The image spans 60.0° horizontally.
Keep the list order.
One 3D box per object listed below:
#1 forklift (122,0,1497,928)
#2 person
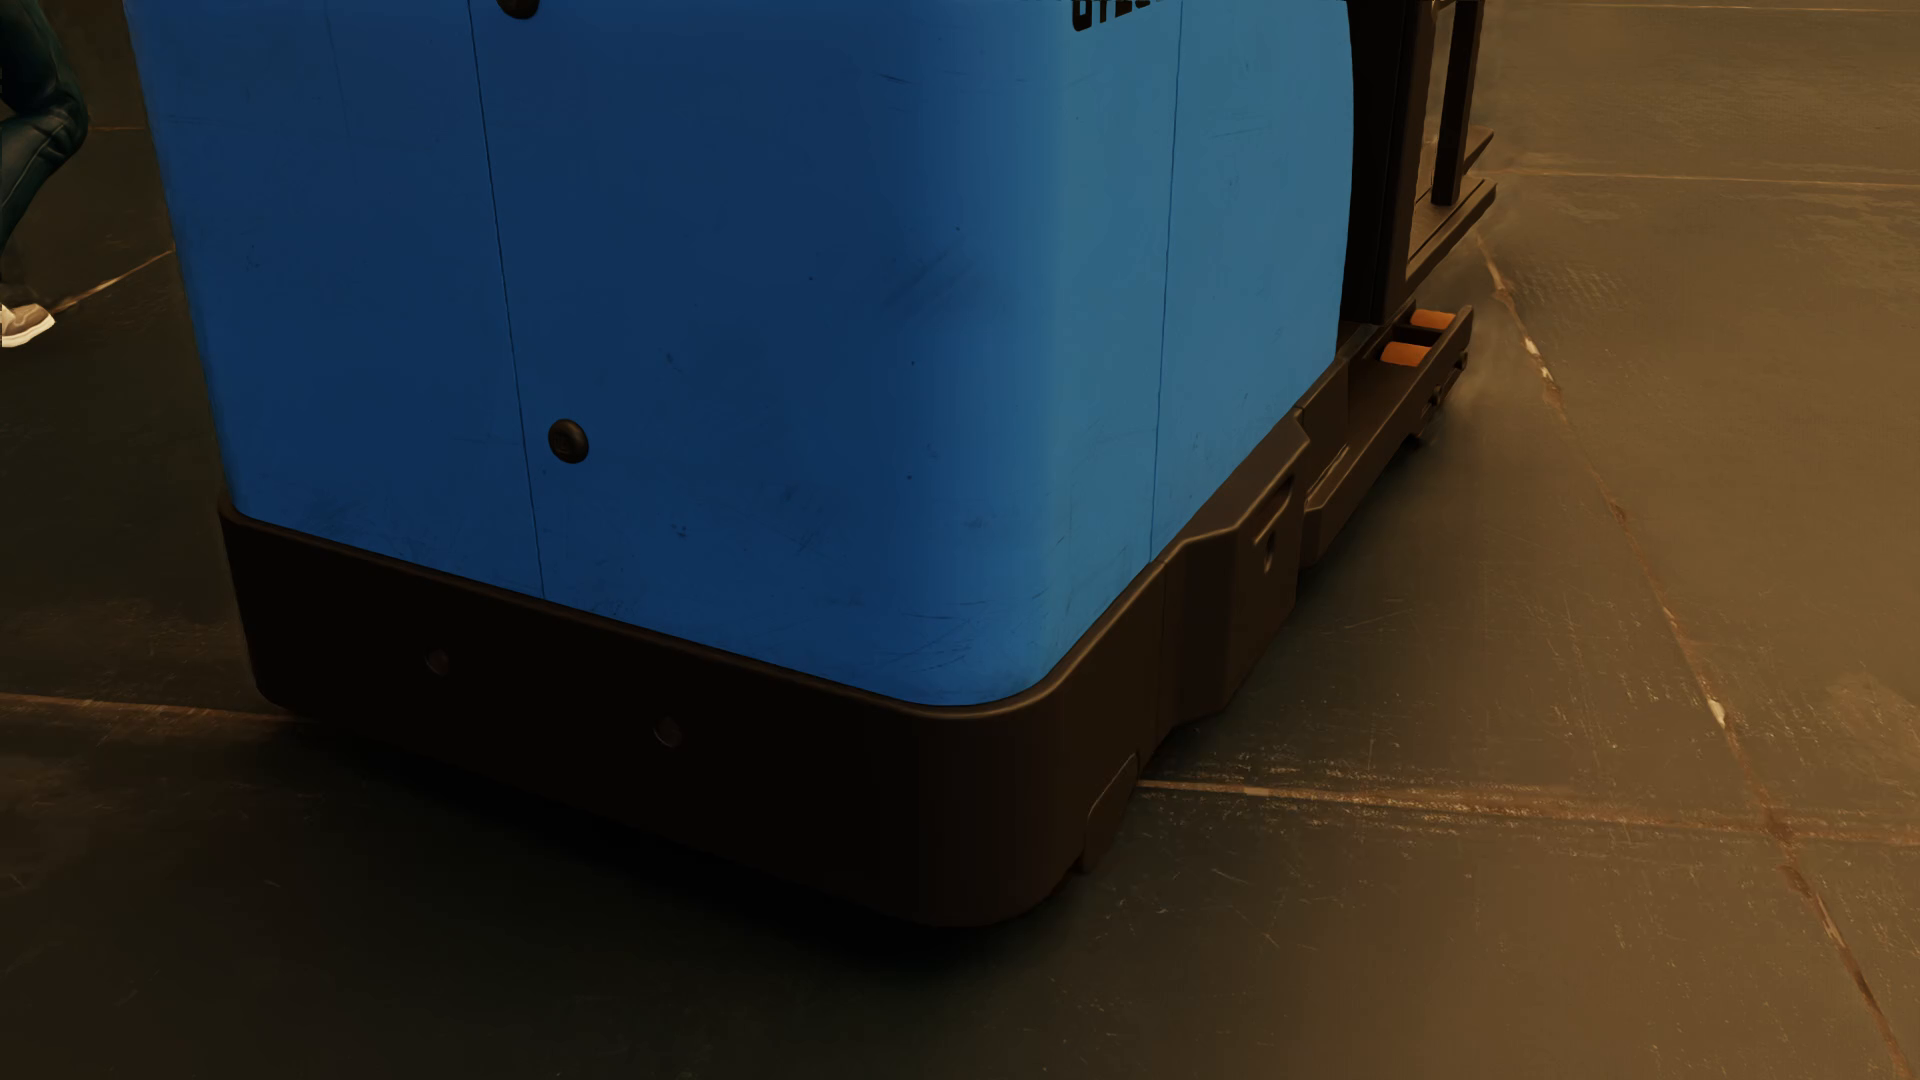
[{"bbox_3d":[0.272,-1.566,2.356,1.130,2.935,3.031,13,29,24],"label":"forklift"},{"bbox_3d":[-1.942,-1.074,2.979,0.745,1.505,0.447,13,29,24],"label":"person"}]
